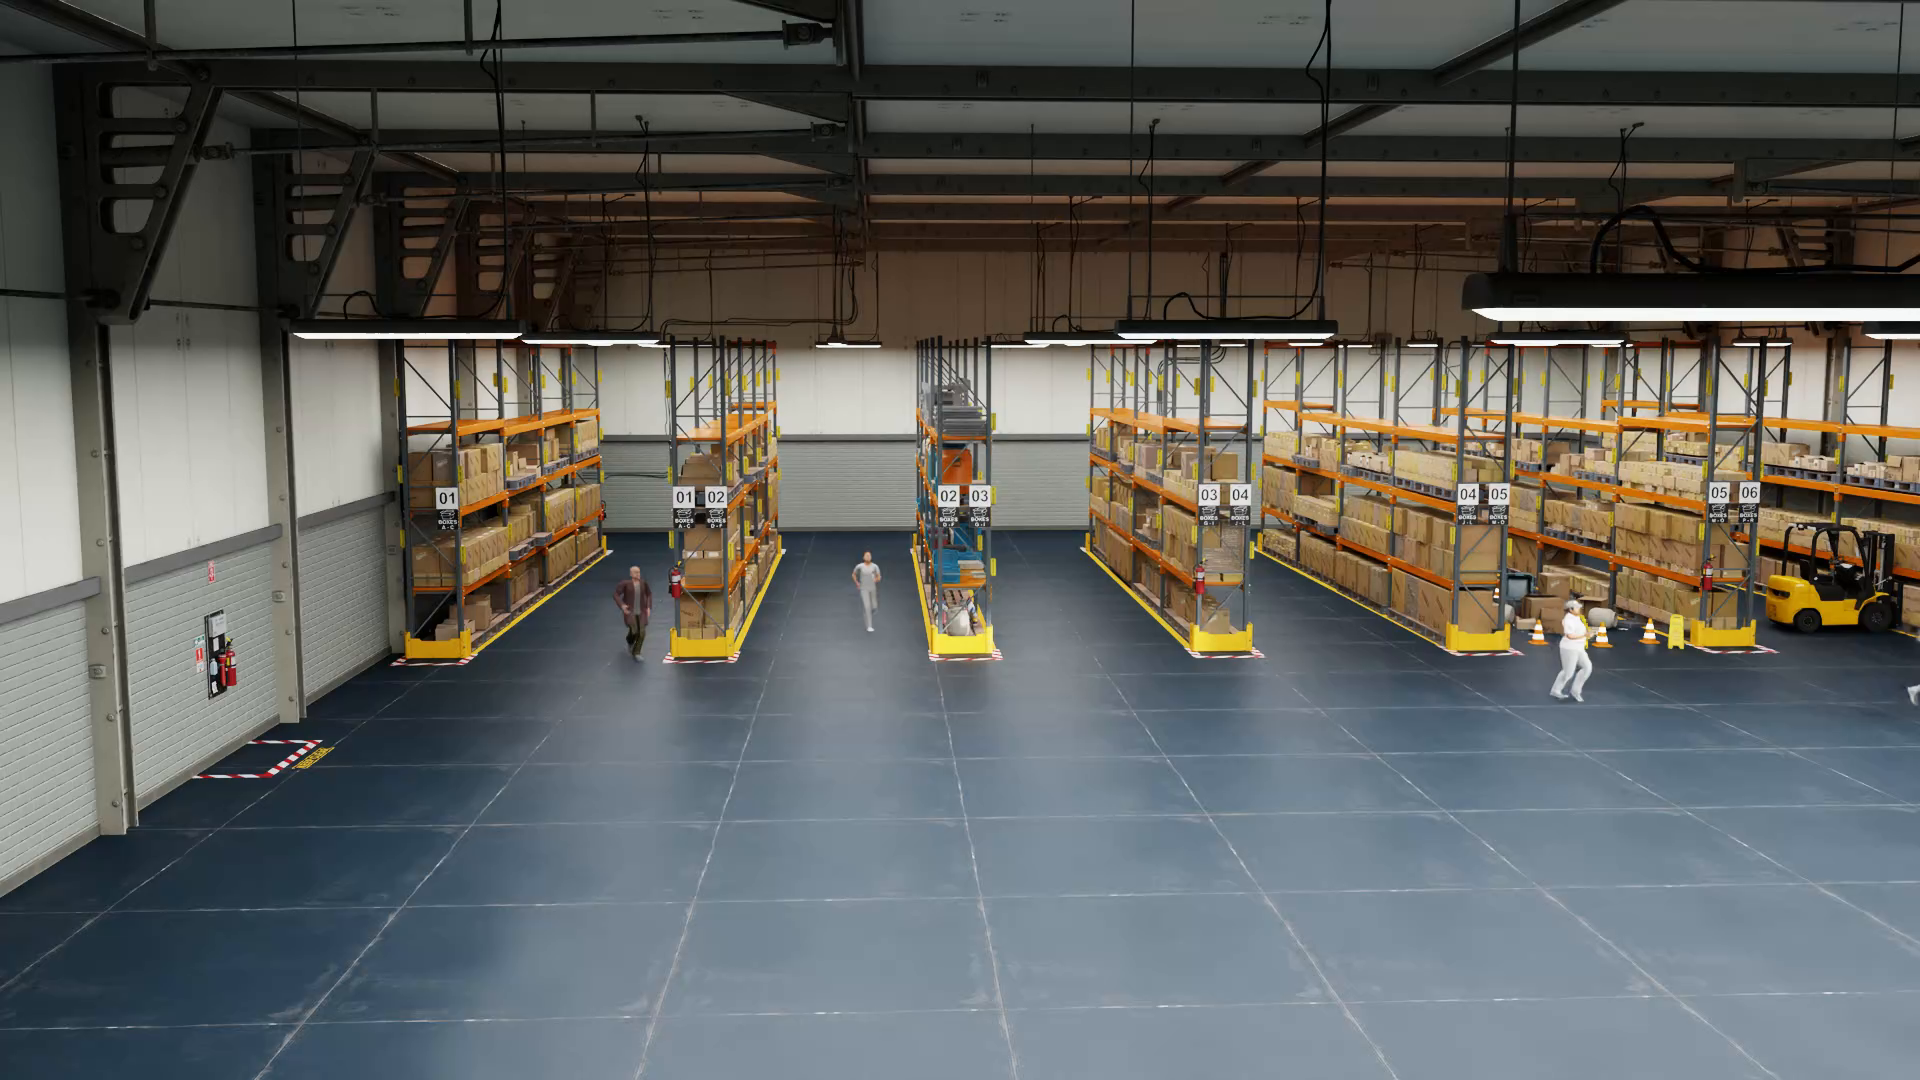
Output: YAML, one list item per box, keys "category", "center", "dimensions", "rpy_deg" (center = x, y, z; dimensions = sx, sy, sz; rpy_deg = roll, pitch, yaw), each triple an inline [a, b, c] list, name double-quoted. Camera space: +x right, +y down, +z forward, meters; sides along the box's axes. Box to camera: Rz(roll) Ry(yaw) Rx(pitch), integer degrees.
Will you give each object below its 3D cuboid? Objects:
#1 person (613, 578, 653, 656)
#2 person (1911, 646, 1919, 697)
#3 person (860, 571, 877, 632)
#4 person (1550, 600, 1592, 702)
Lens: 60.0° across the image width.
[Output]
- category: "person"
  center: [-6.030, 1.429, 30.905]
  dimensions: [0.744, 1.471, 0.517]
  rpy_deg: [-4, 7, -29]
- category: "person"
  center: [15.040, 2.071, 25.697]
  dimensions: [0.668, 1.391, 0.638]
  rpy_deg: [-6, 9, -44]
- category: "person"
  center: [-1.895, 1.234, 34.164]
  dimensions: [0.356, 1.230, 0.859]
  rpy_deg: [-2, 7, -17]
- category: "person"
  center: [9.995, 1.828, 27.186]
  dimensions: [0.607, 1.710, 0.561]
  rpy_deg: [5, 8, 37]
